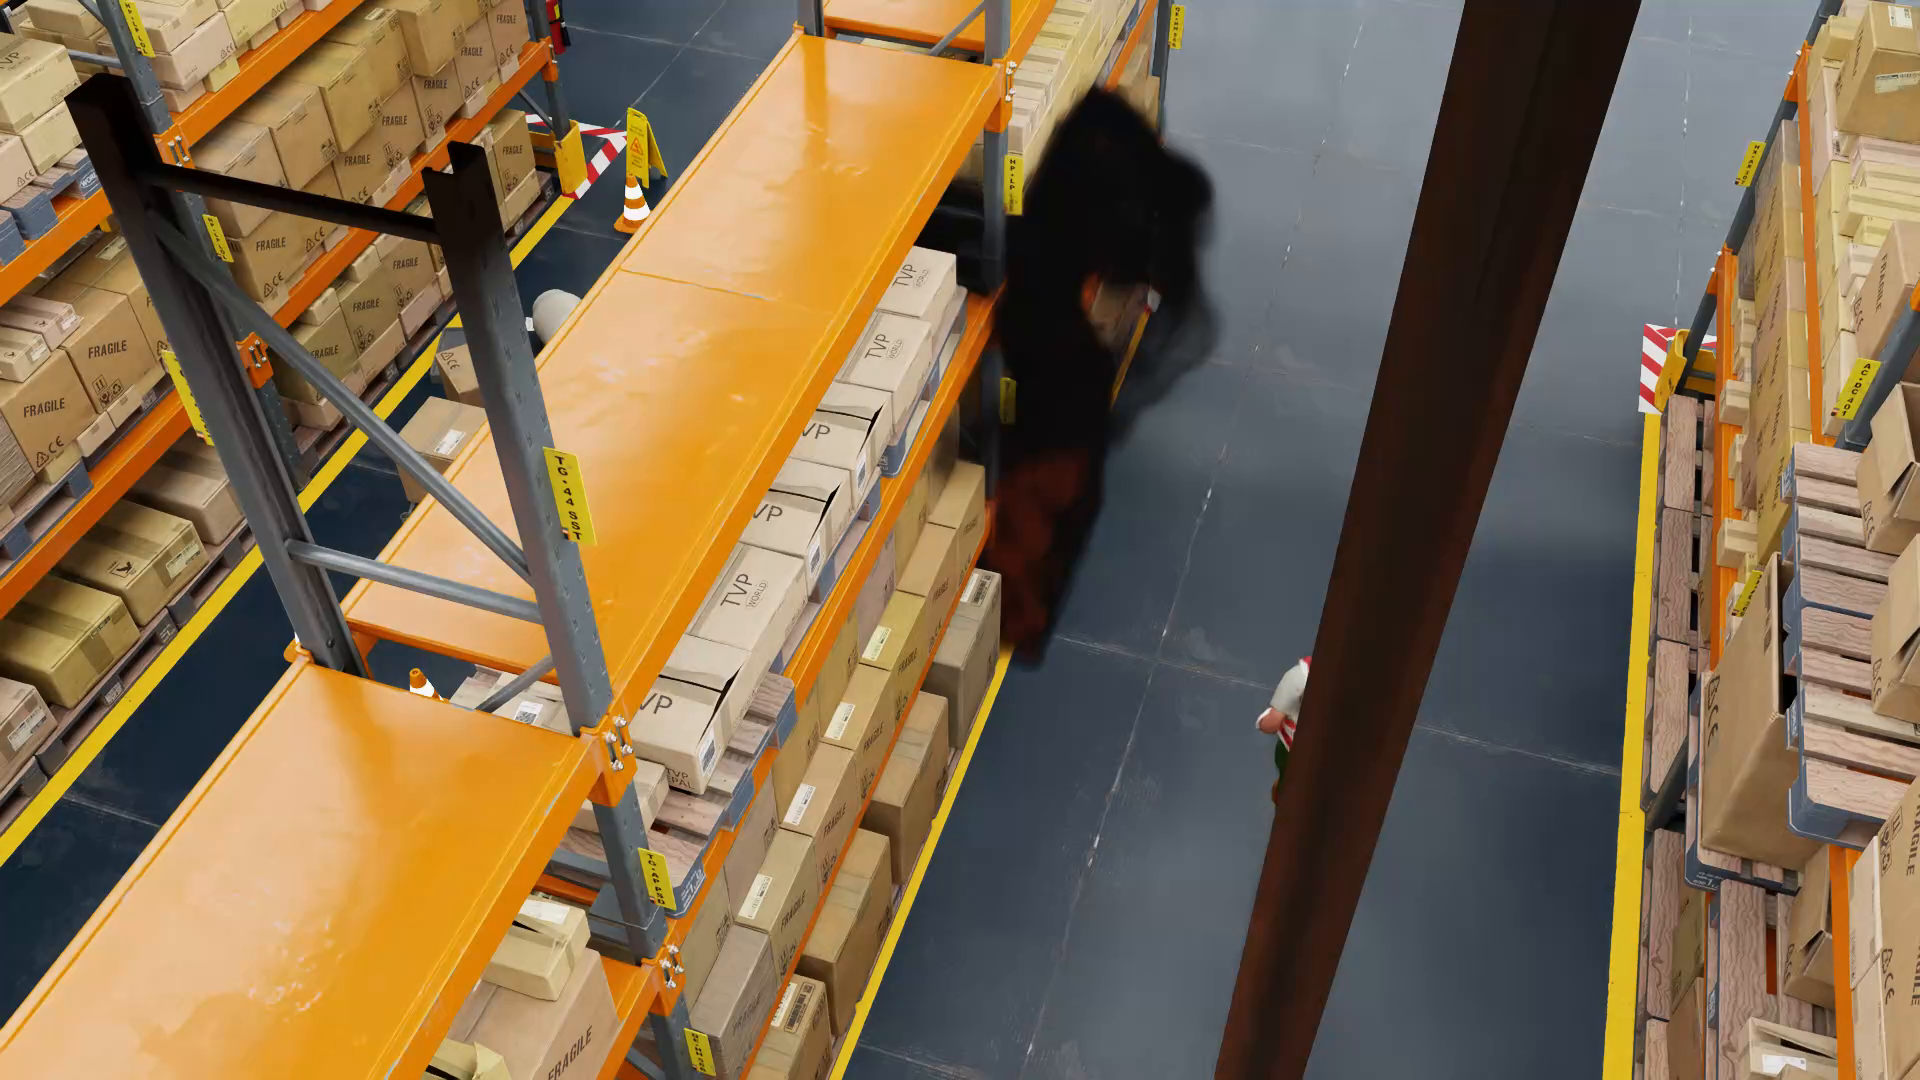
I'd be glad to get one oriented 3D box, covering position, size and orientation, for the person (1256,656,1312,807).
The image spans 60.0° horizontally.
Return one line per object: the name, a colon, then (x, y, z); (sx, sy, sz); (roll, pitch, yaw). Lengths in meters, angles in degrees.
person: (1.820, 1.031, 8.479); (0.684, 1.825, 0.813); (1, 46, 1)
